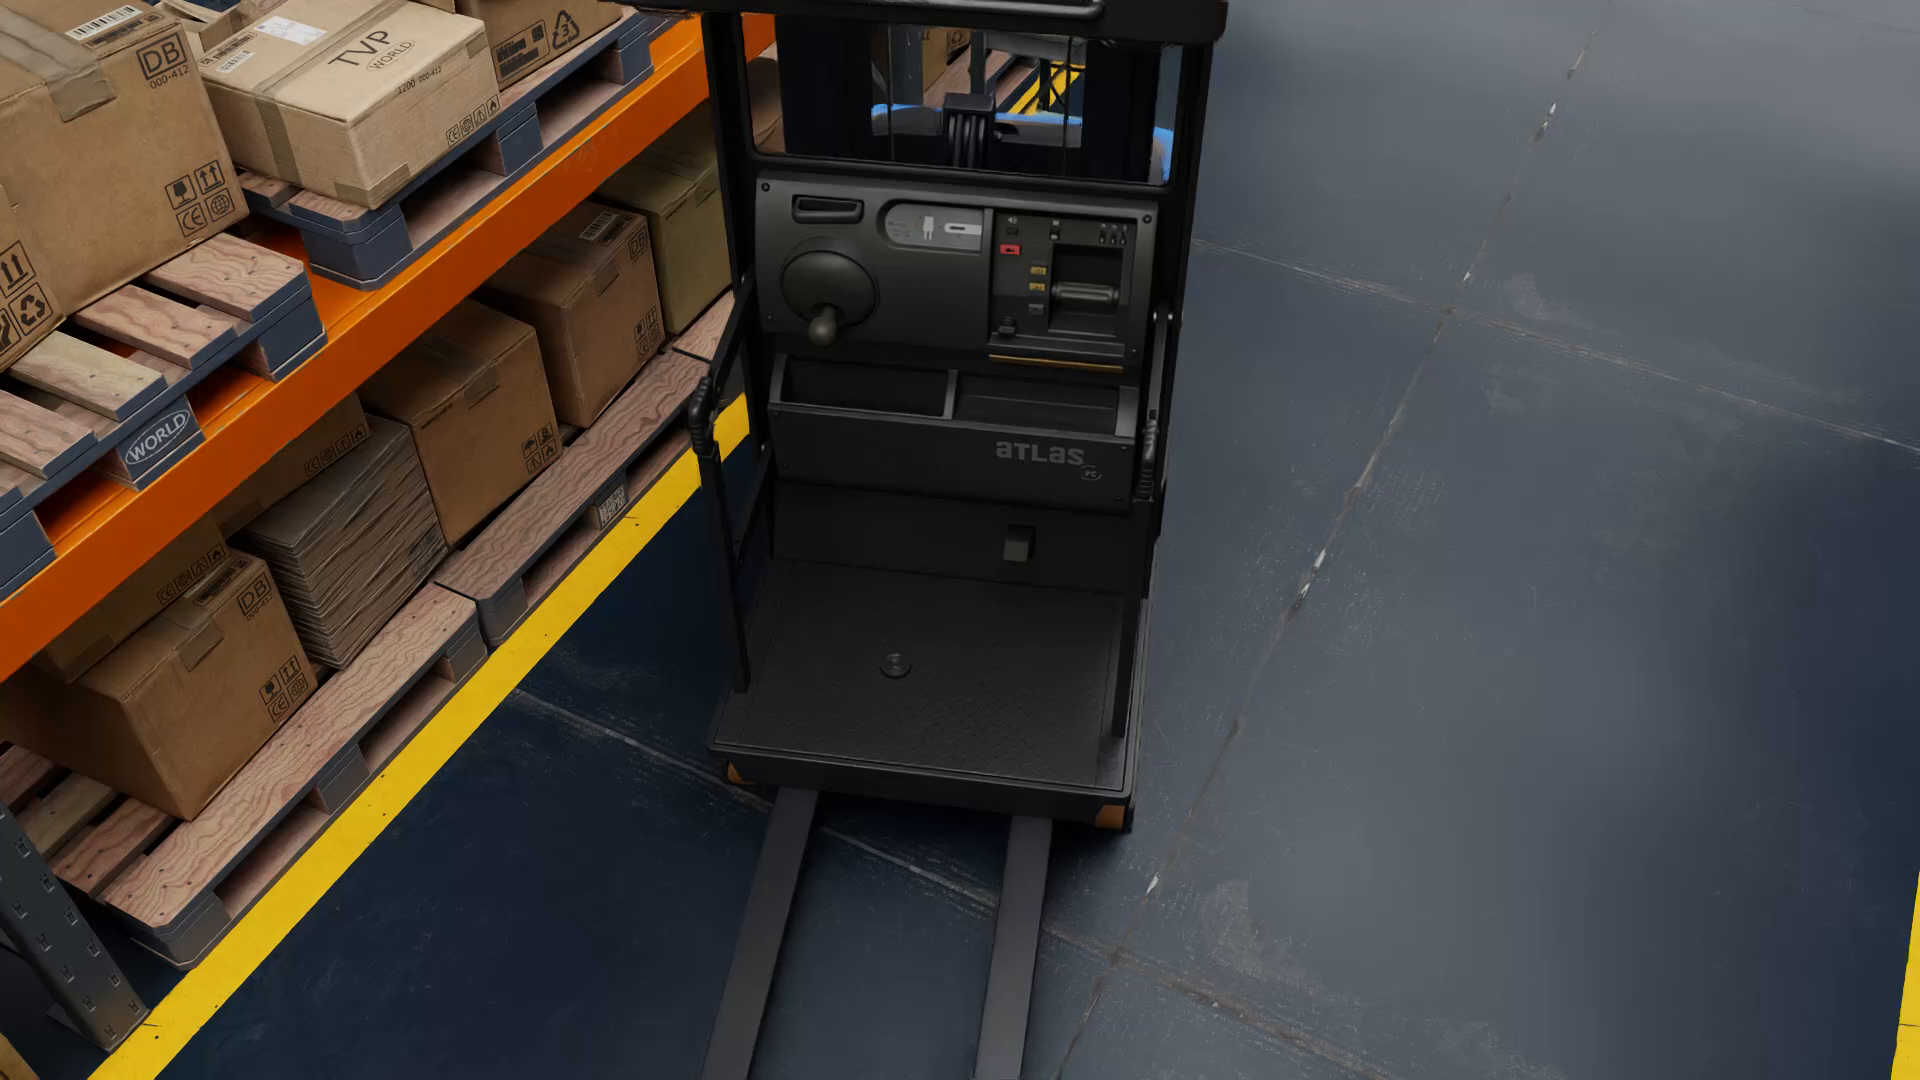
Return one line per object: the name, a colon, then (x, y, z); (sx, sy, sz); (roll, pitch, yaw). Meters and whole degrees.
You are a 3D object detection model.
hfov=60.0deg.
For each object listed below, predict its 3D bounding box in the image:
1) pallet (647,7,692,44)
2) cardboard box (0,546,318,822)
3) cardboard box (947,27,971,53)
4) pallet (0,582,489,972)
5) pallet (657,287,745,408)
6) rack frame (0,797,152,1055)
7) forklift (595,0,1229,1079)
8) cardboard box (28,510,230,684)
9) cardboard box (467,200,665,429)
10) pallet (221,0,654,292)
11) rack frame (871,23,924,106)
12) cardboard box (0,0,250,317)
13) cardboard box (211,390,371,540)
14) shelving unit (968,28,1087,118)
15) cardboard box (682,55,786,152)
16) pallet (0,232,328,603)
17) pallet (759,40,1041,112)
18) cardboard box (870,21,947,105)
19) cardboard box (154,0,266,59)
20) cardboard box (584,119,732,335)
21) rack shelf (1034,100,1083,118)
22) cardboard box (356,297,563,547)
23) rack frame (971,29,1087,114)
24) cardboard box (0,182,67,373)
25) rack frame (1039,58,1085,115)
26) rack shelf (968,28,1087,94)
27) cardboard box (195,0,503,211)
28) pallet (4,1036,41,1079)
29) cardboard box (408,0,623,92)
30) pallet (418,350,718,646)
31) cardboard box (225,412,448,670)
pallet: (-1.090, -2.033, 5.285); (1.003, 0.211, 1.213); (20, 49, 19)
cardboard box: (-2.170, 0.281, 4.311); (0.700, 0.500, 0.500); (18, 48, 17)
cardboard box: (-0.126, -2.405, 6.980); (0.500, 0.500, 0.500); (-34, 55, -29)
pallet: (-2.099, 0.474, 4.633); (1.003, 0.211, 1.213); (20, 49, 19)
pallet: (-0.967, -1.063, 6.152); (1.003, 0.211, 1.213); (20, 49, 19)
rack frame: (-2.463, -0.014, 3.155); (1.000, 3.000, 0.127); (20, 49, 19)
forklift: (-0.046, -0.530, 3.713); (1.130, 2.935, 3.031); (6, 46, 6)
cardboard box: (-2.179, 0.014, 4.048); (0.500, 0.250, 0.500); (22, 49, 21)
cardboard box: (-1.408, -0.783, 5.363); (0.700, 0.500, 0.500); (17, 48, 16)
pallet: (-1.581, -1.207, 4.469); (1.003, 0.211, 1.213); (20, 49, 19)
rack frame: (-0.607, -2.534, 5.645); (1.000, 3.000, 0.127); (20, 49, 19)
cardboard box: (-2.078, -0.935, 3.699); (0.700, 0.500, 0.500); (28, 51, 25)
cardboard box: (-1.942, -0.323, 4.381); (0.500, 0.250, 0.500); (26, 51, 23)
shelving unit: (0.349, -1.386, 5.565); (0.431, 1.500, 0.755); (14, 47, 14)
cardboard box: (-0.911, -1.430, 6.003); (0.700, 0.500, 0.500); (17, 48, 16)
pallet: (-2.227, -0.431, 3.702); (1.213, 0.211, 1.003); (20, 49, 19)
pallet: (-0.326, -1.988, 7.067); (1.003, 0.211, 1.213); (20, 49, 19)
cardboard box: (-0.386, -2.042, 6.621); (0.500, 0.500, 0.500); (19, 48, 18)
cardboard box: (-1.929, -1.254, 4.180); (0.396, 0.266, 0.258); (19, 48, 18)
cardboard box: (-1.149, -1.136, 5.712); (0.700, 0.500, 0.500); (20, 49, 19)
rack shelf: (0.349, -1.157, 5.797); (0.431, 0.370, 0.720); (14, 47, 14)
cardboard box: (-1.667, -0.432, 5.016); (0.700, 0.500, 0.500); (24, 50, 22)
rack frame: (0.225, -1.141, 5.323); (0.400, 1.500, 0.023); (14, 47, 14)
cardboard box: (-2.248, -0.550, 3.319); (0.500, 0.500, 0.500); (15, 47, 14)
rack frame: (0.474, -1.631, 5.807); (0.400, 1.500, 0.023); (14, 47, 14)
rack shelf: (0.349, -1.660, 5.288); (0.431, 0.370, 0.720); (14, 47, 14)
cardboard box: (-1.482, -1.089, 4.027); (0.500, 0.250, 0.500); (19, 48, 18)
pallet: (-2.896, 1.438, 3.680); (1.003, 0.211, 1.213); (20, 49, 19)
cardboard box: (-1.330, -1.595, 4.350); (0.797, 0.503, 0.637); (25, 51, 23)
pallet: (-1.532, -0.291, 5.389); (1.003, 0.211, 1.213); (20, 49, 19)
cardboard box: (-1.924, -0.072, 4.661); (0.700, 0.500, 0.500); (17, 48, 16)
